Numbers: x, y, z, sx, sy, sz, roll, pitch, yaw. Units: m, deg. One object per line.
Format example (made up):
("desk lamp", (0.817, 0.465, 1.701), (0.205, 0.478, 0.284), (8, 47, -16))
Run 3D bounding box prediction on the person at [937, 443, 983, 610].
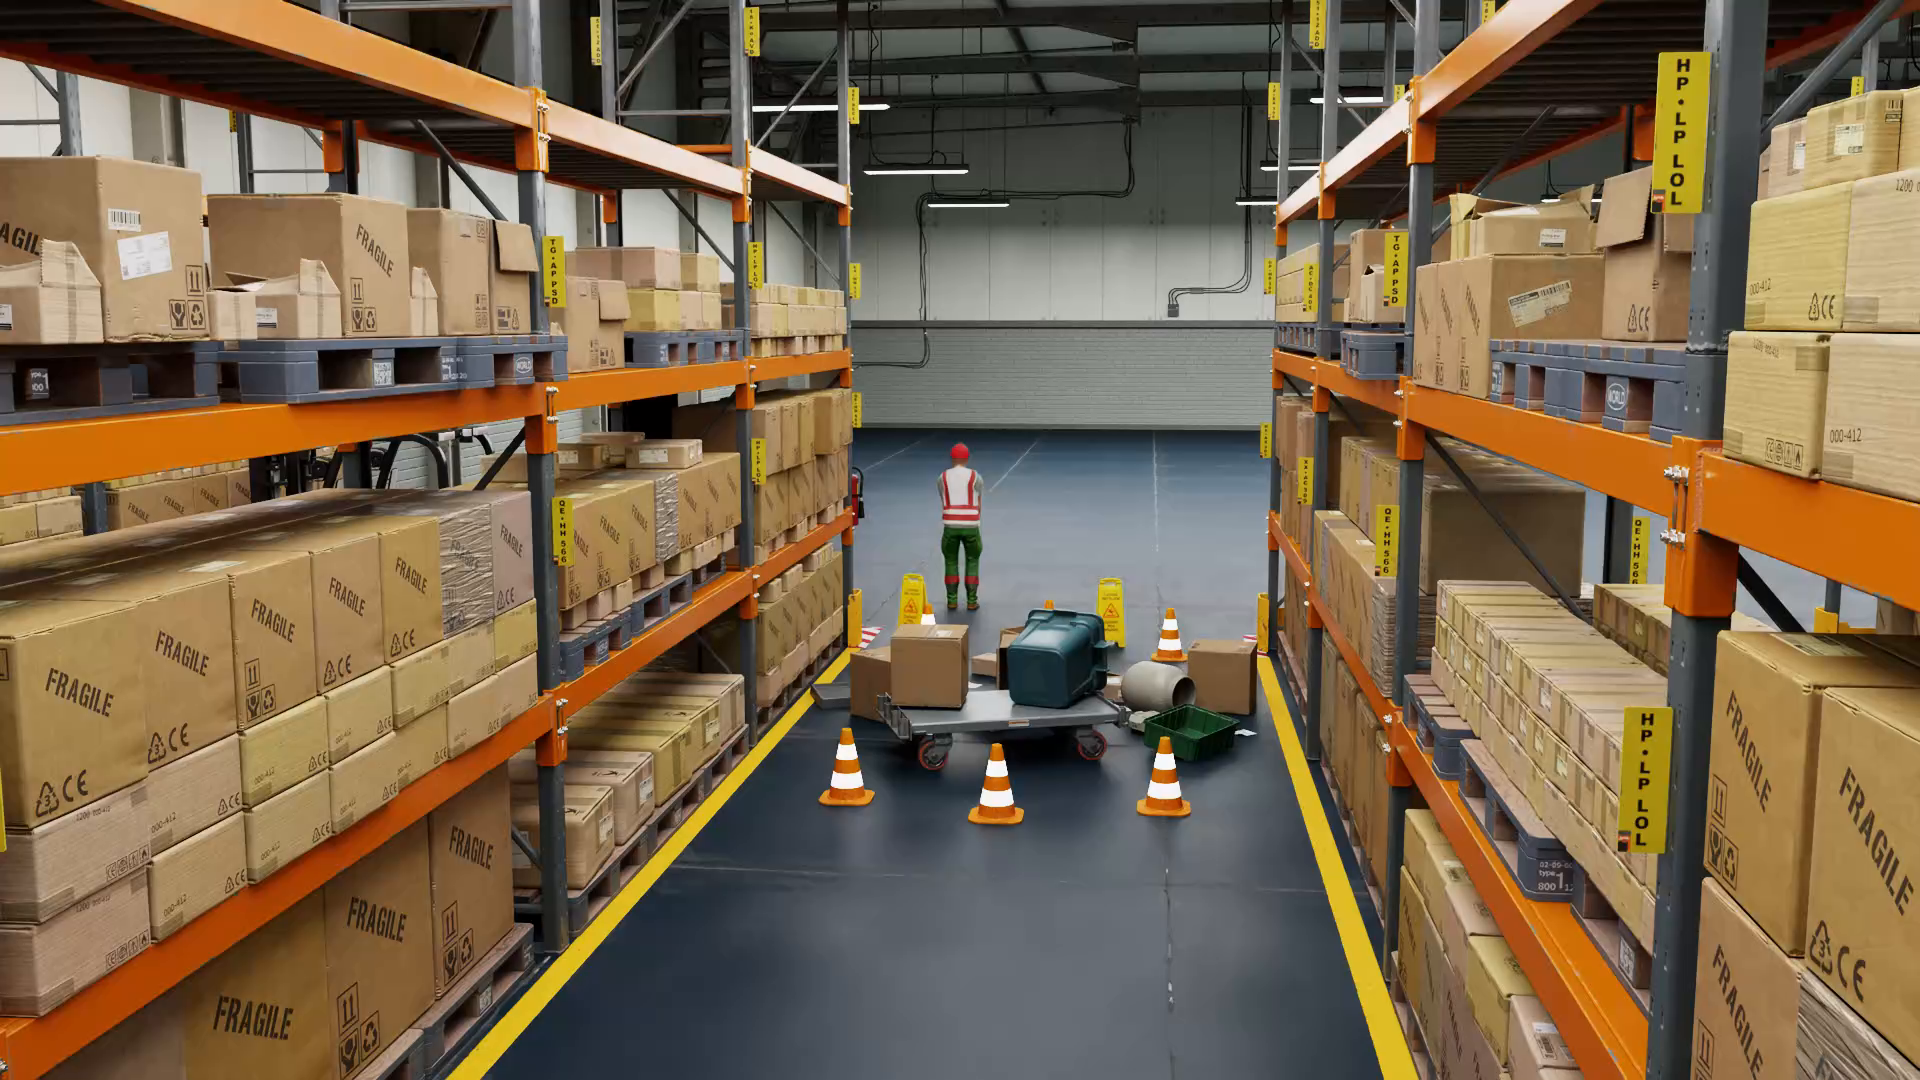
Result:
("person", (0.009, -0.162, 17.938), (0.495, 1.784, 0.559), (1, 8, 5))
